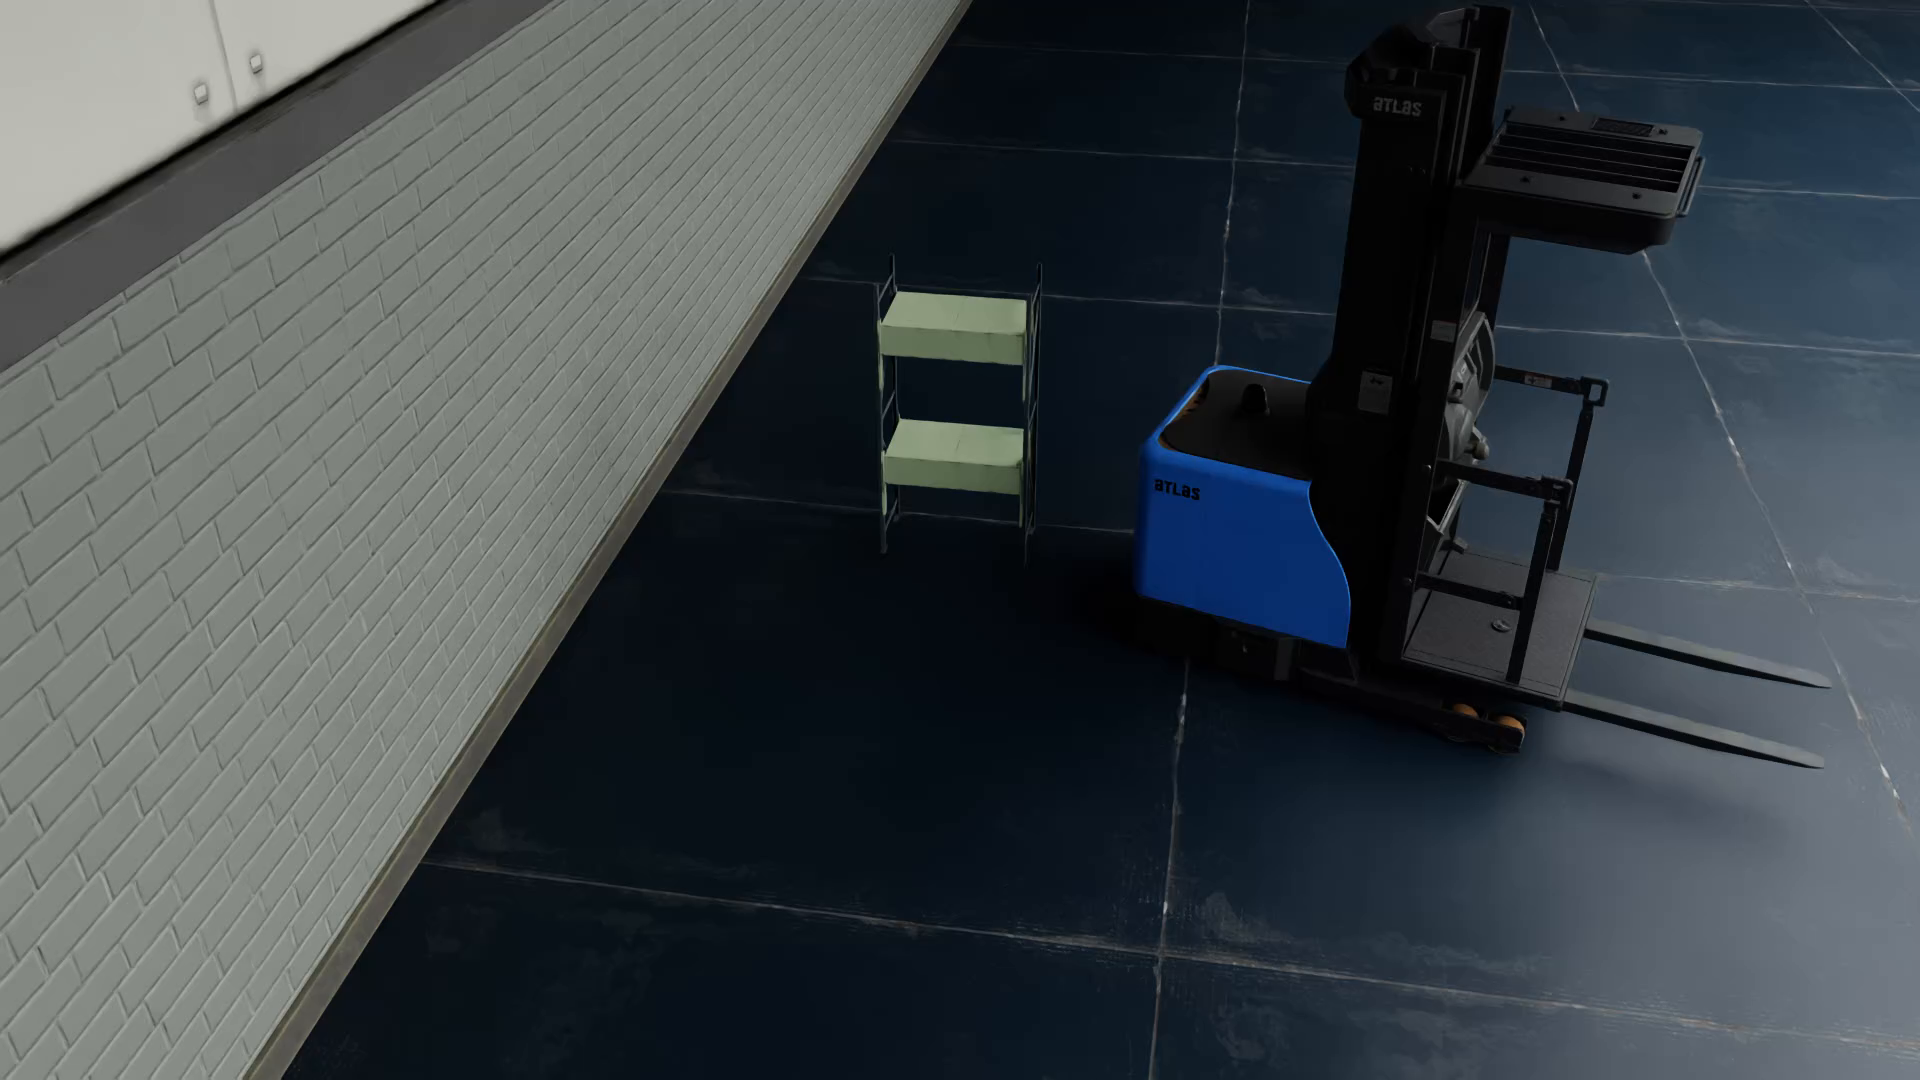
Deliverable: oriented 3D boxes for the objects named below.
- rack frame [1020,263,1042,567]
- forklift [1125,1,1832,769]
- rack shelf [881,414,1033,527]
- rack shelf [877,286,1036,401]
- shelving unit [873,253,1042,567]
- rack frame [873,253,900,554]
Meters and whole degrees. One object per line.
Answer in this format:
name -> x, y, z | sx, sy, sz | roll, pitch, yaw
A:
rack frame -> 0.354, -0.604, 8.301 | 0.023, 1.500, 0.400 | 5, 32, 8
forklift -> 2.342, -0.630, 6.994 | 3.031, 2.935, 1.130 | 15, 35, 22
rack shelf -> -0.007, -0.360, 8.526 | 0.720, 0.370, 0.431 | 5, 32, 8
rack shelf -> -0.007, -0.967, 8.146 | 0.720, 0.370, 0.431 | 5, 32, 8
shelving unit -> -0.007, -0.636, 8.353 | 0.755, 1.500, 0.431 | 5, 32, 8
rack frame -> -0.367, -0.669, 8.405 | 0.023, 1.500, 0.400 | 5, 32, 8
